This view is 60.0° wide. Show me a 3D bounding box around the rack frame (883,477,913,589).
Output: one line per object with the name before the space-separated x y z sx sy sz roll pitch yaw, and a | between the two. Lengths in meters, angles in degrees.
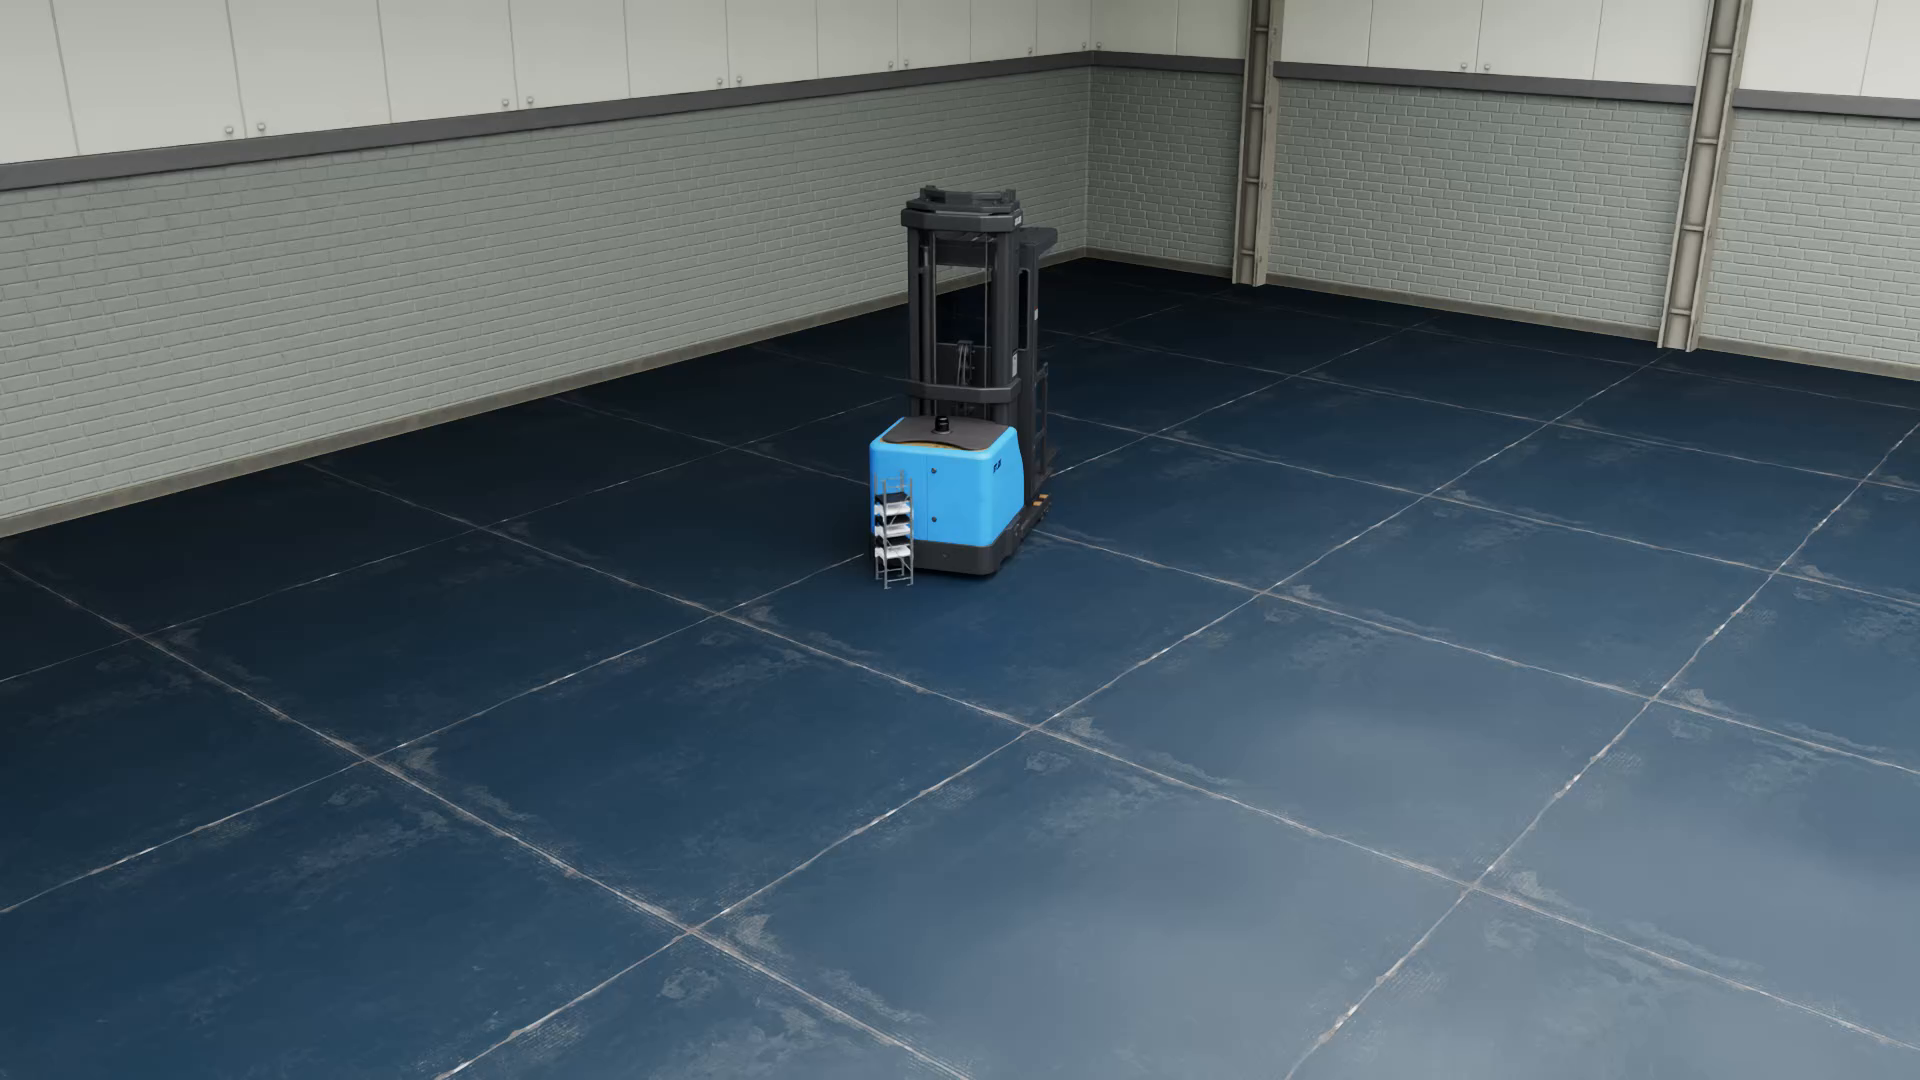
rack frame | -0.482 -0.051 13.027 0.240 0.900 0.006 -8 22 -21

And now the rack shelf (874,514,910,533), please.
rack shelf | -0.521 -0.138 13.095 0.258 0.077 0.200 -8 22 -21

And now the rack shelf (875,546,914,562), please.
rack shelf | -0.522 0.115 13.190 0.258 0.077 0.200 -8 22 -21

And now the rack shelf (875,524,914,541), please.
rack shelf | -0.521 -0.053 13.127 0.258 0.077 0.200 -8 22 -21

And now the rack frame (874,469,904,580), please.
rack frame | -0.560 -0.118 13.203 0.240 0.900 0.006 -8 22 -21

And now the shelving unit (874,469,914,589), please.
shelving unit | -0.521 -0.084 13.115 0.258 0.900 0.210 -8 22 -21

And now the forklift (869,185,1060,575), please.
forklift | 0.185 -1.582 14.209 1.130 2.935 3.031 6 22 16

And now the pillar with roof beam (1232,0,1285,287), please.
pillar with roof beam | 1.449 -6.742 19.292 0.400 9.000 9.100 16 26 36

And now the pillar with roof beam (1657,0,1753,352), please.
pillar with roof beam | 6.098 -5.403 15.742 0.400 9.000 9.100 16 26 36

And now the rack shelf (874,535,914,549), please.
rack shelf | -0.522 0.031 13.158 0.258 0.077 0.200 -8 22 -21

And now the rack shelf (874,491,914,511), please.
rack shelf | -0.520 -0.306 13.032 0.258 0.077 0.200 -8 22 -21

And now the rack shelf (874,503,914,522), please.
rack shelf | -0.521 -0.222 13.064 0.258 0.077 0.200 -8 22 -21
